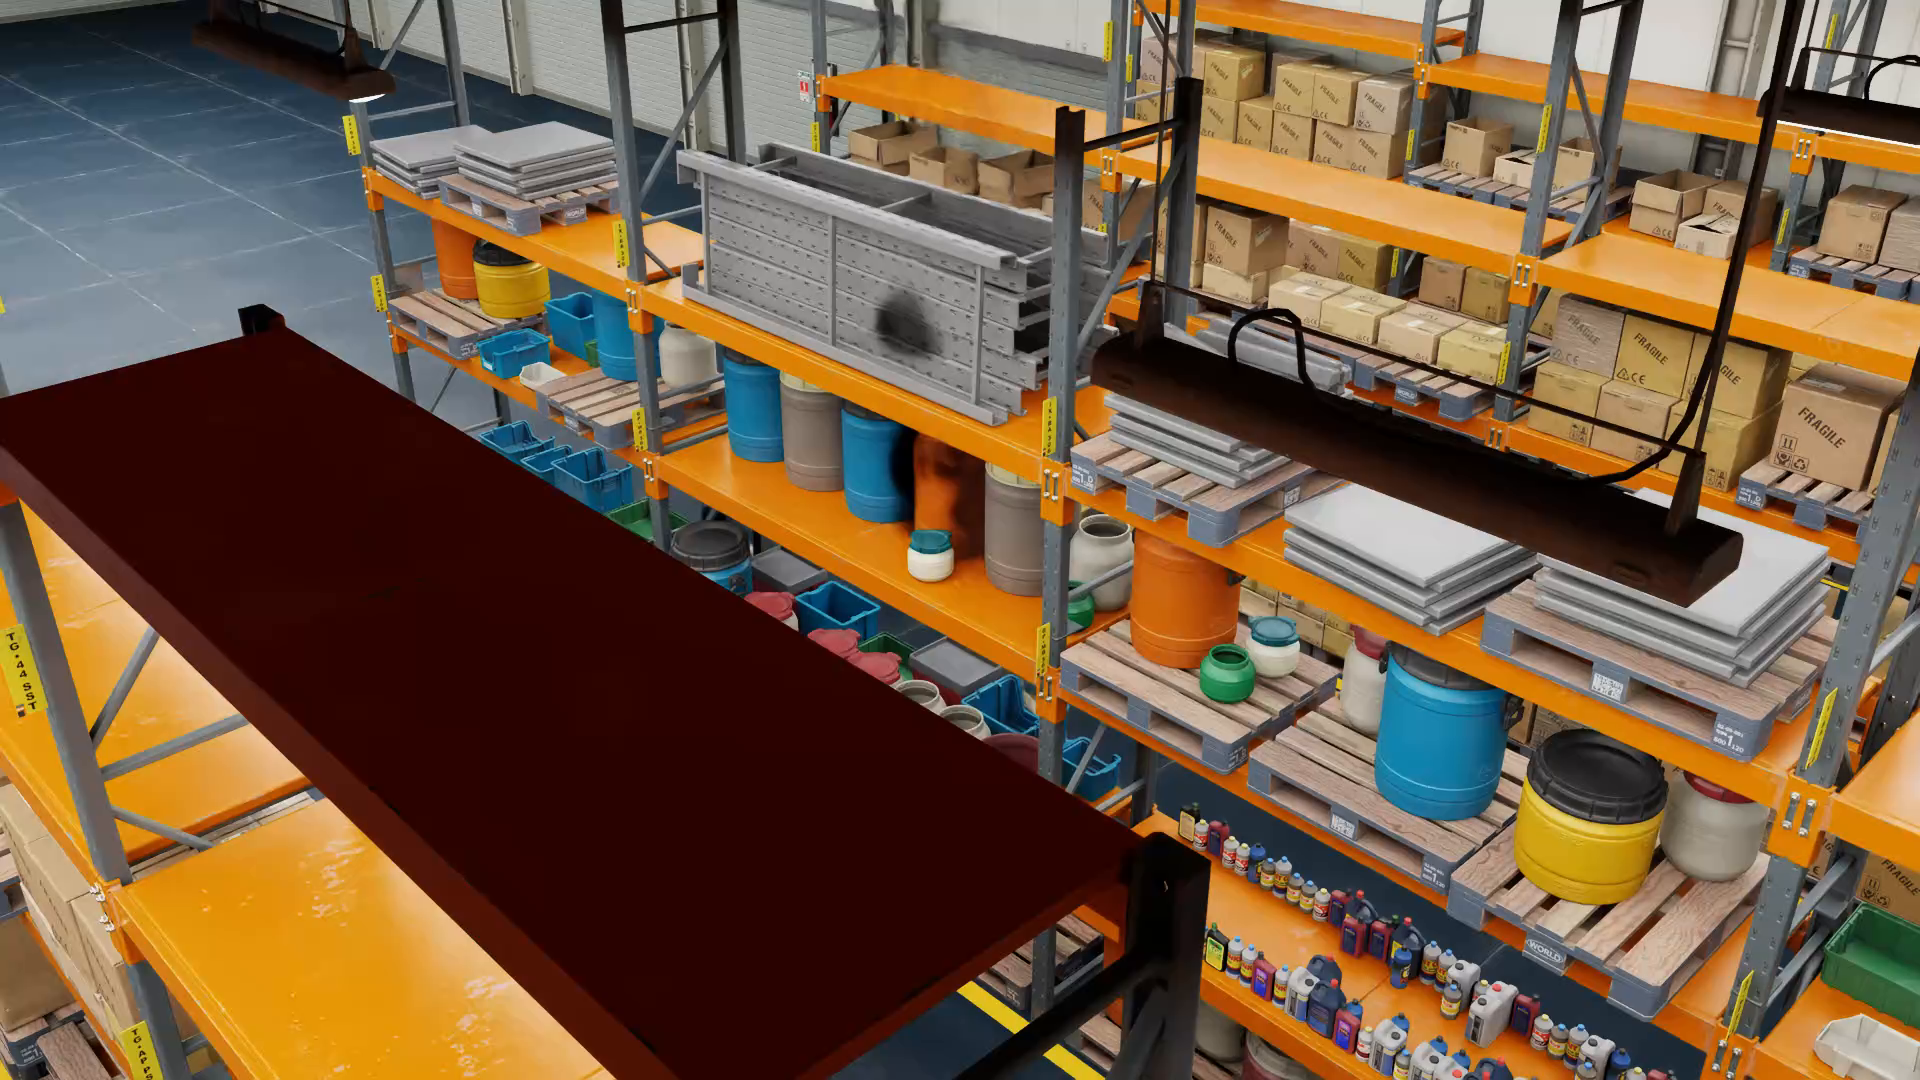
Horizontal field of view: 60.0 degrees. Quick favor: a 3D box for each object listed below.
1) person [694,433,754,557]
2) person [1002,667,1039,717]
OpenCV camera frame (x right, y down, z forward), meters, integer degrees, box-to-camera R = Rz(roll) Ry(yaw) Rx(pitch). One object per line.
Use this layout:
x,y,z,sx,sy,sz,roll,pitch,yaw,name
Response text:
-2.270,-0.372,15.907,0.625,1.559,0.542,15,31,25,person
0.374,0.924,13.338,0.625,1.711,0.934,-24,37,-38,person
